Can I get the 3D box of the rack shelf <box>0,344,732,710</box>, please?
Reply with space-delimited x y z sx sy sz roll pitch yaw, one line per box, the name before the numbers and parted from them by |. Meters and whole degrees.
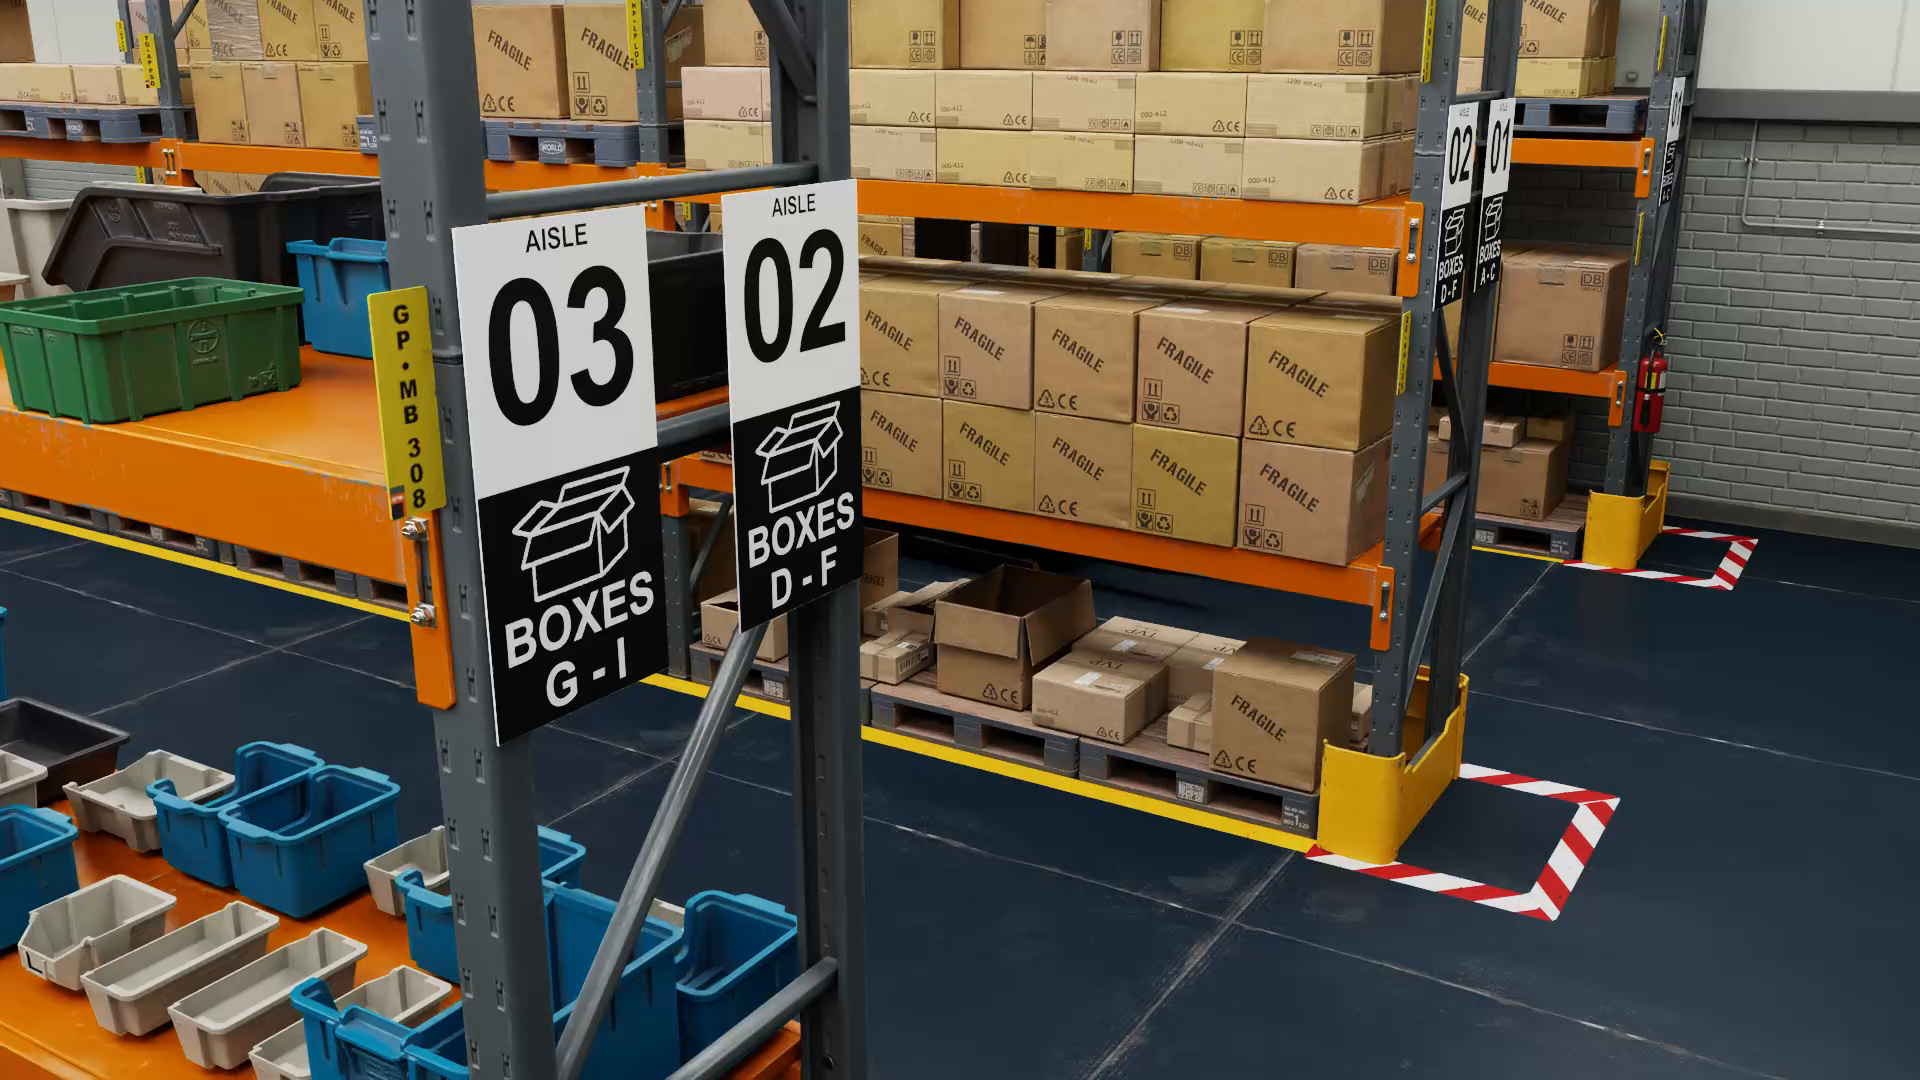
rack shelf | -2.220 -0.343 3.927 4.000 0.370 1.077 10 20 30

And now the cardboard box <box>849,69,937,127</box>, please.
cardboard box | -0.197 -2.095 7.855 0.500 0.250 0.500 10 20 30

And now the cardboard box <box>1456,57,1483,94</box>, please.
cardboard box | 3.462 -3.139 11.255 0.500 0.250 0.500 9 19 28

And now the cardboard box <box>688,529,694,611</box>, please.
cardboard box | -1.899 0.199 9.610 0.500 0.500 0.500 10 20 30

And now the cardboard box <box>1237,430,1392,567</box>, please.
cardboard box | 1.556 -0.223 7.282 0.500 0.500 0.500 11 20 32

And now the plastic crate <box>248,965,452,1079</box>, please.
plastic crate | -1.305 1.070 3.548 0.243 0.136 0.396 10 20 30

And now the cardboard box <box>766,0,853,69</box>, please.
cardboard box | -0.543 -2.569 8.123 0.500 0.500 0.700 10 20 30

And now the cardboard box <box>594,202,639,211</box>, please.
cardboard box | -3.044 -3.024 15.747 0.500 0.500 0.700 8 19 25

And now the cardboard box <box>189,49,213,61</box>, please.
cardboard box | -7.927 -5.047 17.967 0.500 0.500 0.500 11 20 33

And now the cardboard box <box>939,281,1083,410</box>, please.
cardboard box | 0.244 -0.933 7.898 0.500 0.500 0.500 11 20 32

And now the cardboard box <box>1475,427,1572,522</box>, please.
cardboard box | 4.020 -0.488 11.906 0.500 0.500 0.700 10 20 30

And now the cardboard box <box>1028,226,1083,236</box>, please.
cardboard box | 0.729 -2.576 13.194 0.500 0.250 0.500 11 20 31

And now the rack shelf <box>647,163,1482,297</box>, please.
rack shelf | 0.376 -1.570 7.964 4.000 0.370 1.077 10 20 30

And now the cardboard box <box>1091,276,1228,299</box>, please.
cardboard box | 0.966 -0.988 8.082 0.500 0.500 0.500 10 20 31

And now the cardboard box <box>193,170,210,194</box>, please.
cardboard box | -8.299 -3.907 18.517 0.500 0.500 0.500 10 20 30

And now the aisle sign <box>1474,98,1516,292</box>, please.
aisle sign | 2.292 -1.481 7.122 0.004 0.787 0.394 10 20 30

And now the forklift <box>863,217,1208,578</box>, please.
forklift | 0.509 -1.295 11.101 3.031 2.935 1.130 12 21 34

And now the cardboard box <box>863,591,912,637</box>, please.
cardboard box | -0.344 0.429 9.455 0.250 0.149 0.380 10 20 30

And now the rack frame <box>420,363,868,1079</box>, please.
rack frame | -0.516 1.052 3.257 0.127 3.000 1.000 10 20 30

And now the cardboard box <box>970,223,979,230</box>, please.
cardboard box | 0.298 -2.657 13.457 0.500 0.250 0.500 11 20 31

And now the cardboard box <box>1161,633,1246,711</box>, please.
cardboard box | 1.339 0.702 8.384 0.500 0.250 0.500 10 20 30

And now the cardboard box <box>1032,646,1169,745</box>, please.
cardboard box | 0.694 0.757 8.201 0.500 0.250 0.500 10 20 30

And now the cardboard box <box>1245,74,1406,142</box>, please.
cardboard box | 1.509 -1.792 6.857 0.500 0.250 0.500 10 20 30

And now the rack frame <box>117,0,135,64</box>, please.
rack frame | -8.965 -6.706 18.475 0.127 3.000 1.000 10 20 30

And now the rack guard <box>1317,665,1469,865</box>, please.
rack guard | 2.015 1.010 7.695 0.348 0.500 1.175 10 20 30

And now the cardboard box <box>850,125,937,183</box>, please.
cardboard box | -0.195 -1.857 7.932 0.500 0.250 0.500 10 20 30

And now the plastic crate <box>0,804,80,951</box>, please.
plastic crate | -2.400 0.854 4.092 0.300 0.233 0.416 10 20 30

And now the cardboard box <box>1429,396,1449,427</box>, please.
cardboard box | 3.586 -0.944 12.291 0.250 0.149 0.380 10 20 31

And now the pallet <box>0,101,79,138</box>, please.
pallet | -6.317 -2.986 11.716 1.213 0.211 1.003 11 20 33

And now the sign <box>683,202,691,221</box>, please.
sign | -2.424 -2.999 14.737 0.005 0.325 0.100 10 20 30

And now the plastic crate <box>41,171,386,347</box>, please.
plastic crate | -1.674 -0.654 3.819 0.767 0.338 0.504 10 20 30

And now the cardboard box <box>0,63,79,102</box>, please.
cardboard box | -6.549 -3.258 11.821 0.500 0.250 0.500 8 19 25

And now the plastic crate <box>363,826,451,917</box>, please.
plastic crate | -1.362 0.858 4.247 0.298 0.136 0.250 10 20 30

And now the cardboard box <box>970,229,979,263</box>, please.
cardboard box | 0.295 -2.293 13.550 0.500 0.500 0.500 10 20 31

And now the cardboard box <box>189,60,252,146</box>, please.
cardboard box | -4.348 -2.816 10.659 0.500 0.500 0.910 10 20 30

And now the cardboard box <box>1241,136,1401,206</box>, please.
cardboard box | 1.504 -1.551 6.922 0.500 0.250 0.500 10 20 30

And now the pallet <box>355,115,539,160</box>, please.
pallet | -2.733 -2.402 9.789 1.003 0.211 1.213 10 20 30

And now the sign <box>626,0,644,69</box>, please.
sign | -1.616 -2.516 8.274 0.005 0.325 0.100 10 20 30

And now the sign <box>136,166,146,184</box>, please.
sign | -9.249 -4.115 18.779 0.005 0.325 0.100 10 20 30

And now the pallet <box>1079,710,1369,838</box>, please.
pallet | 1.335 1.028 8.136 1.213 0.211 1.003 10 20 30

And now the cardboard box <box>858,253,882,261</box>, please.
cardboard box | -0.762 -1.296 9.095 0.500 0.500 0.500 10 20 30

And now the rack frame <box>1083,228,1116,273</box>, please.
rack frame | 1.261 -2.010 13.338 0.127 3.000 1.000 10 20 30

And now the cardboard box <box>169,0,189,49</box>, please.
cardboard box | -8.363 -5.599 18.065 0.500 0.500 0.500 10 19 29

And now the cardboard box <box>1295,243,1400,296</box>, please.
cardboard box | 2.959 -1.846 12.283 0.700 0.700 0.980 9 19 27

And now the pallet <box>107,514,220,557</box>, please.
pallet | -5.418 -0.192 12.149 1.213 0.211 1.003 10 20 30

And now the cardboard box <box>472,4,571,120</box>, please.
cardboard box | -2.301 -2.705 9.399 0.600 0.600 0.600 10 19 29

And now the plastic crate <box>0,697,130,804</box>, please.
plastic crate | -2.830 0.650 4.950 0.590 0.125 0.437 10 20 30

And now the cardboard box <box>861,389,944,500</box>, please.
cardboard box | -0.174 -0.532 8.299 0.500 0.500 0.500 10 20 30

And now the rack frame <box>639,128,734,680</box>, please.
rack frame | -1.329 -0.783 9.297 0.127 3.000 1.000 10 20 30

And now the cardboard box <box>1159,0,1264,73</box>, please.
cardboard box | 1.252 -2.307 7.262 0.500 0.500 0.700 10 20 30

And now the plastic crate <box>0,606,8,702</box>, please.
plastic crate | -3.348 0.409 5.298 0.575 0.384 0.392 10 20 30
